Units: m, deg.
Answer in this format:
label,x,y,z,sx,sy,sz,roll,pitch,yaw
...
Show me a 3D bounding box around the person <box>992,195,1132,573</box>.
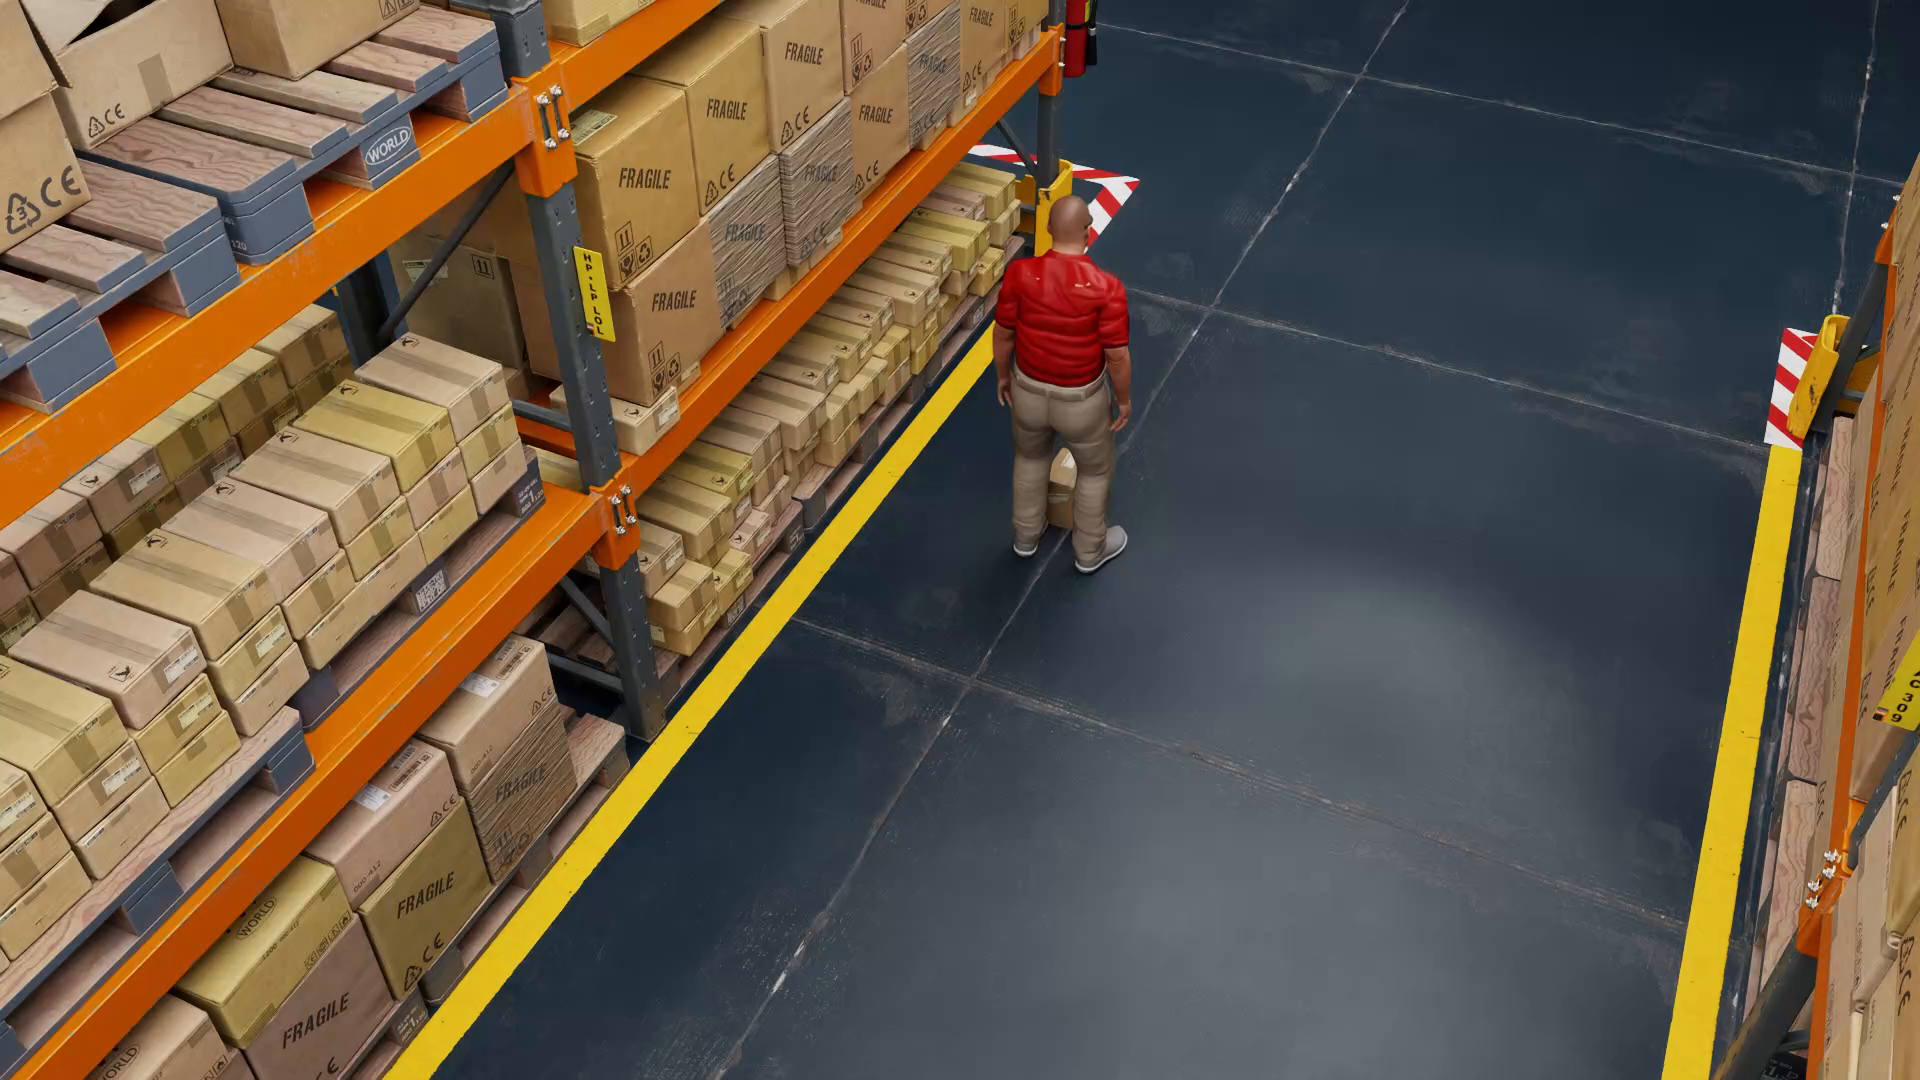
label,x,y,z,sx,sy,sz,roll,pitch,yaw
person,0.425,-0.614,6.860,0.591,1.725,0.392,15,44,16
